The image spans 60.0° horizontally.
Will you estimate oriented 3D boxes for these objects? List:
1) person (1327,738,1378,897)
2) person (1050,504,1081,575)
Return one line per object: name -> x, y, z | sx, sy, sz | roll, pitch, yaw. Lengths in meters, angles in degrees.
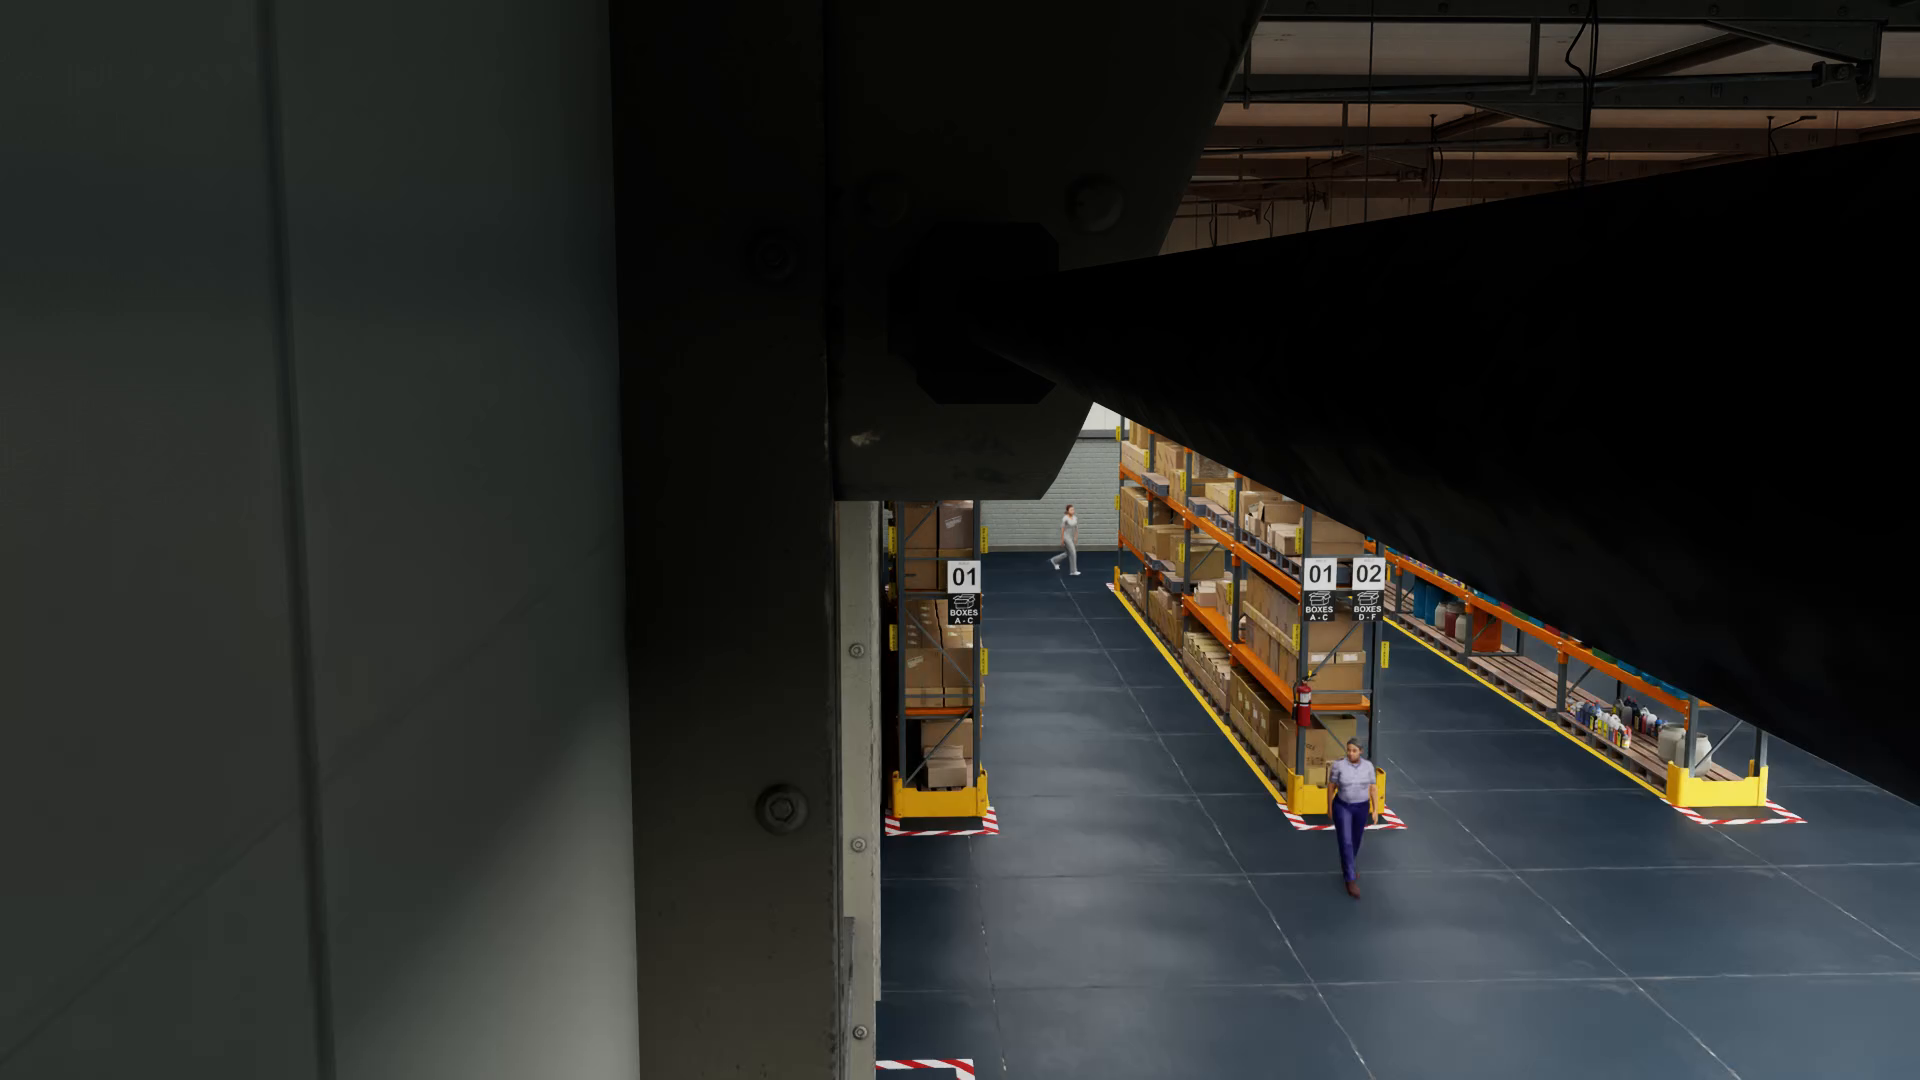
person -> 4.263, 2.940, 17.994 | 0.508, 1.632, 0.817 | -1, 8, -6
person -> 2.469, -0.024, 38.528 | 0.900, 1.629, 0.440 | 6, 10, 34
